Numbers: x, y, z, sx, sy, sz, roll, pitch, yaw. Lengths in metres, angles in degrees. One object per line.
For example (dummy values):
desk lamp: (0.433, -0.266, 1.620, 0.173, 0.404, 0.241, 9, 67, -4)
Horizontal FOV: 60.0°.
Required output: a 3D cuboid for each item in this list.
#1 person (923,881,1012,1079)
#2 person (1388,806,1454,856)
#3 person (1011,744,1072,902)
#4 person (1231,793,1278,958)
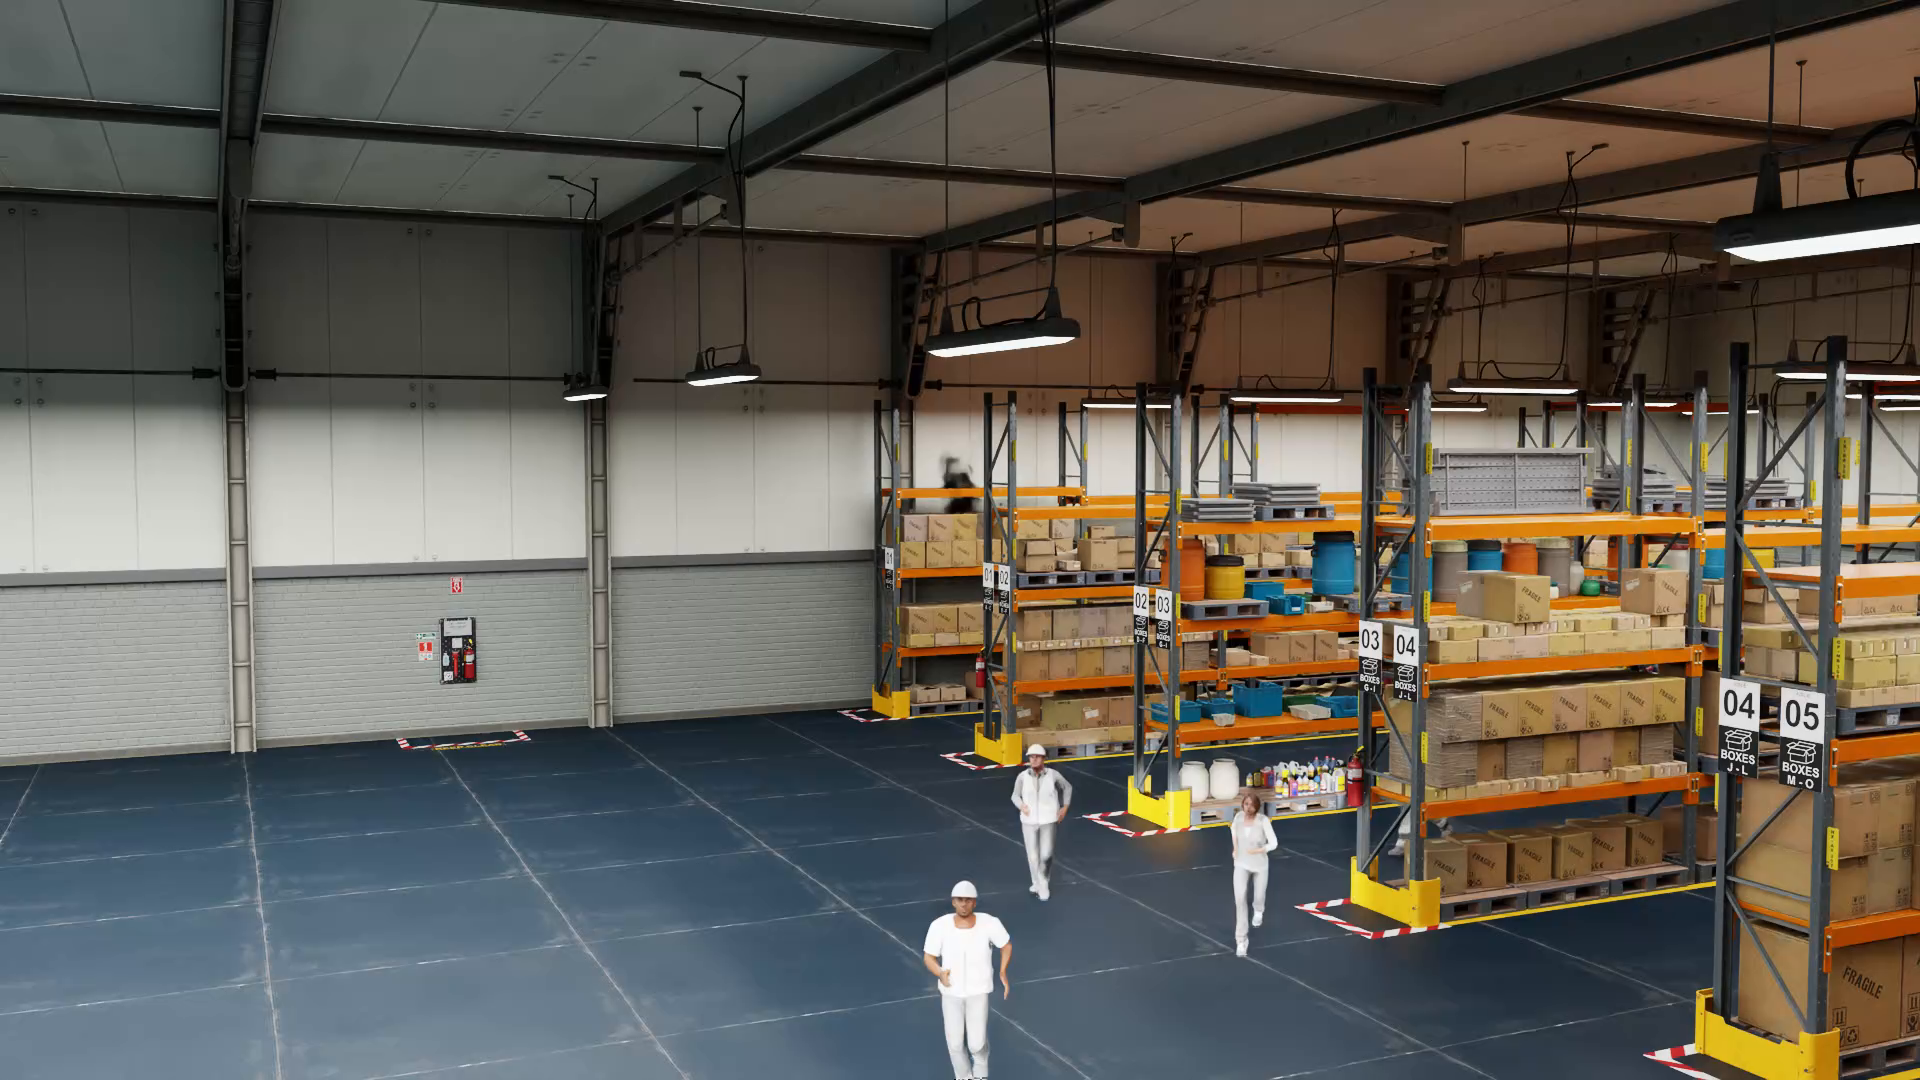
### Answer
person: (0.049, 3.537, 13.022, 0.691, 1.724, 0.586, 0, 3, 5)
person: (5.767, 3.036, 20.809, 1.002, 1.765, 0.661, -2, 4, -32)
person: (0.909, 3.200, 18.861, 0.667, 1.764, 0.686, 1, 3, 11)
person: (3.021, 3.387, 17.099, 0.494, 1.636, 0.951, 1, 3, 15)
